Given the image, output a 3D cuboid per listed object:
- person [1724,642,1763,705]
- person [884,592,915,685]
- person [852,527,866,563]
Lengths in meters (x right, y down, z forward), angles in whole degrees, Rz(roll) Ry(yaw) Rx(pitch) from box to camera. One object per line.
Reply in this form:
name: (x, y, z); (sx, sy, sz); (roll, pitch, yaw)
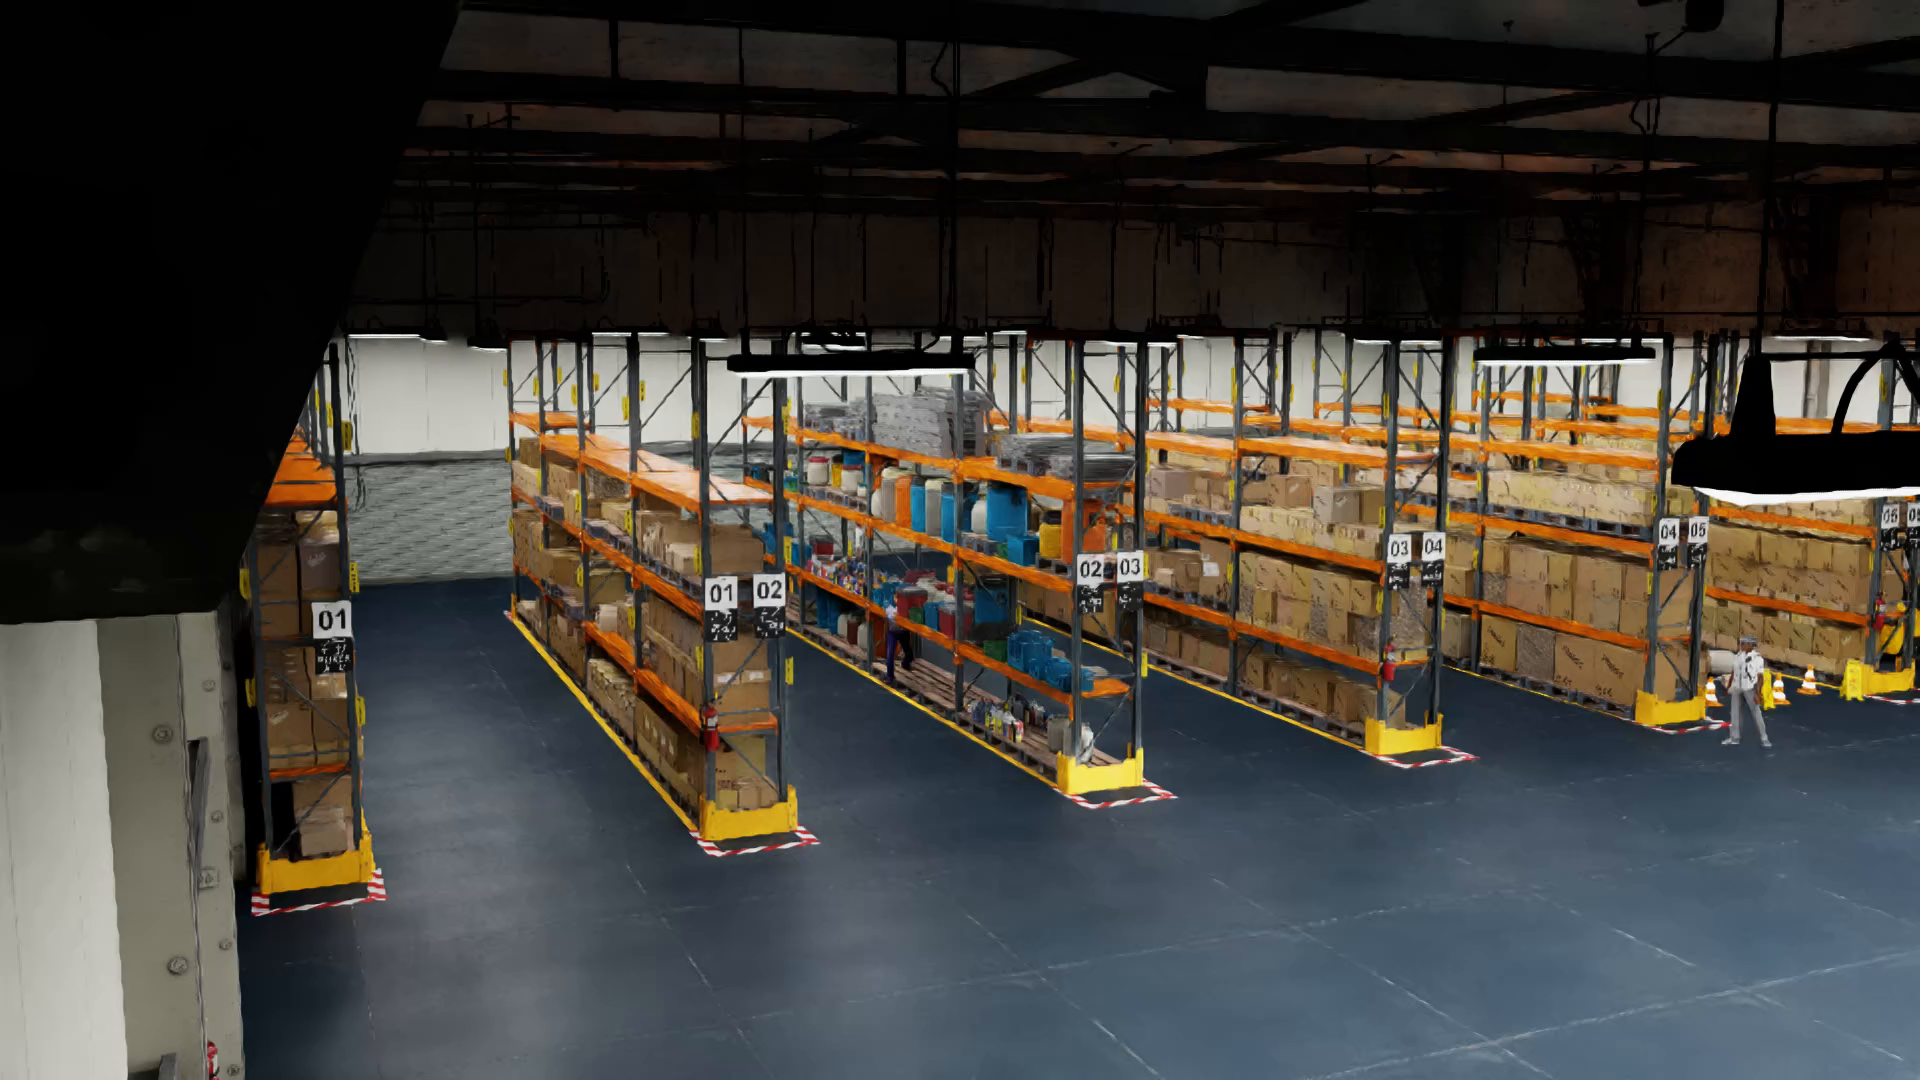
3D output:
person: (11.518, 1.873, 24.415); (0.336, 0.991, 0.622); (-4, 9, -28)
person: (5.620, 1.417, 30.158); (13.916, 1.671, 4.303); (0, 8, -1)
person: (-2.395, 0.327, 38.906); (0.423, 1.303, 0.502); (2, 8, 12)
